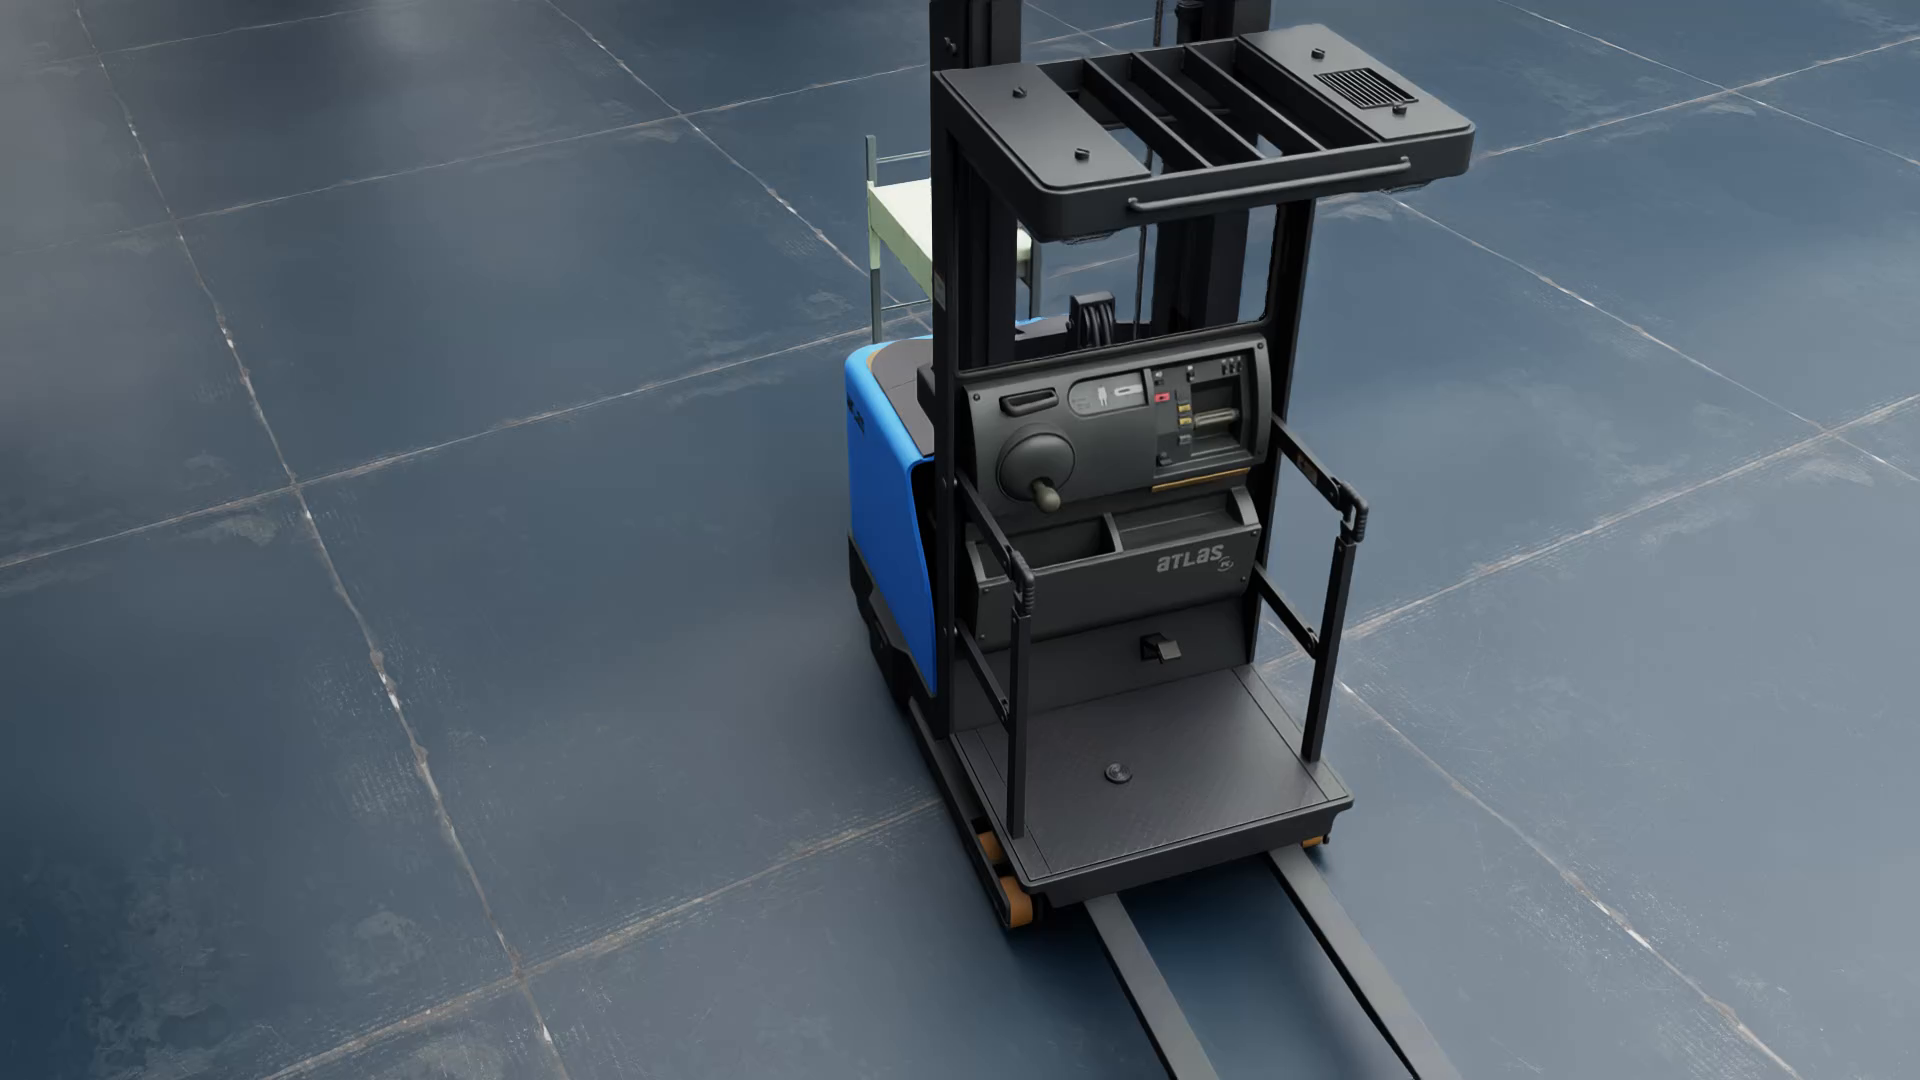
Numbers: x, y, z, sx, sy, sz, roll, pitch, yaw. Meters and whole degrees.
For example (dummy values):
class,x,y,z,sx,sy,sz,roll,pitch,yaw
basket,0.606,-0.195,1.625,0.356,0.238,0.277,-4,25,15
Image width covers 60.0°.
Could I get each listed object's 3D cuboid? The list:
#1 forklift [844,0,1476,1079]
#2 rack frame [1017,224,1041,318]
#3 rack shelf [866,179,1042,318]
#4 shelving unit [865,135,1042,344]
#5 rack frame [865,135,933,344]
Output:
class,x,y,z,sx,sy,sz,roll,pitch,yaw
forklift,0.542,-0.266,4.629,1.130,2.935,3.031,-12,38,-15
rack frame,0.103,-0.564,6.250,0.400,1.500,0.023,-13,38,-17
rack shelf,-0.033,-1.079,6.294,0.431,0.370,0.720,-13,38,-17
shelving unit,-0.033,-0.764,6.524,0.431,1.500,0.755,-13,38,-17
rack frame,-0.169,-0.964,6.799,0.400,1.500,0.023,-13,38,-17
